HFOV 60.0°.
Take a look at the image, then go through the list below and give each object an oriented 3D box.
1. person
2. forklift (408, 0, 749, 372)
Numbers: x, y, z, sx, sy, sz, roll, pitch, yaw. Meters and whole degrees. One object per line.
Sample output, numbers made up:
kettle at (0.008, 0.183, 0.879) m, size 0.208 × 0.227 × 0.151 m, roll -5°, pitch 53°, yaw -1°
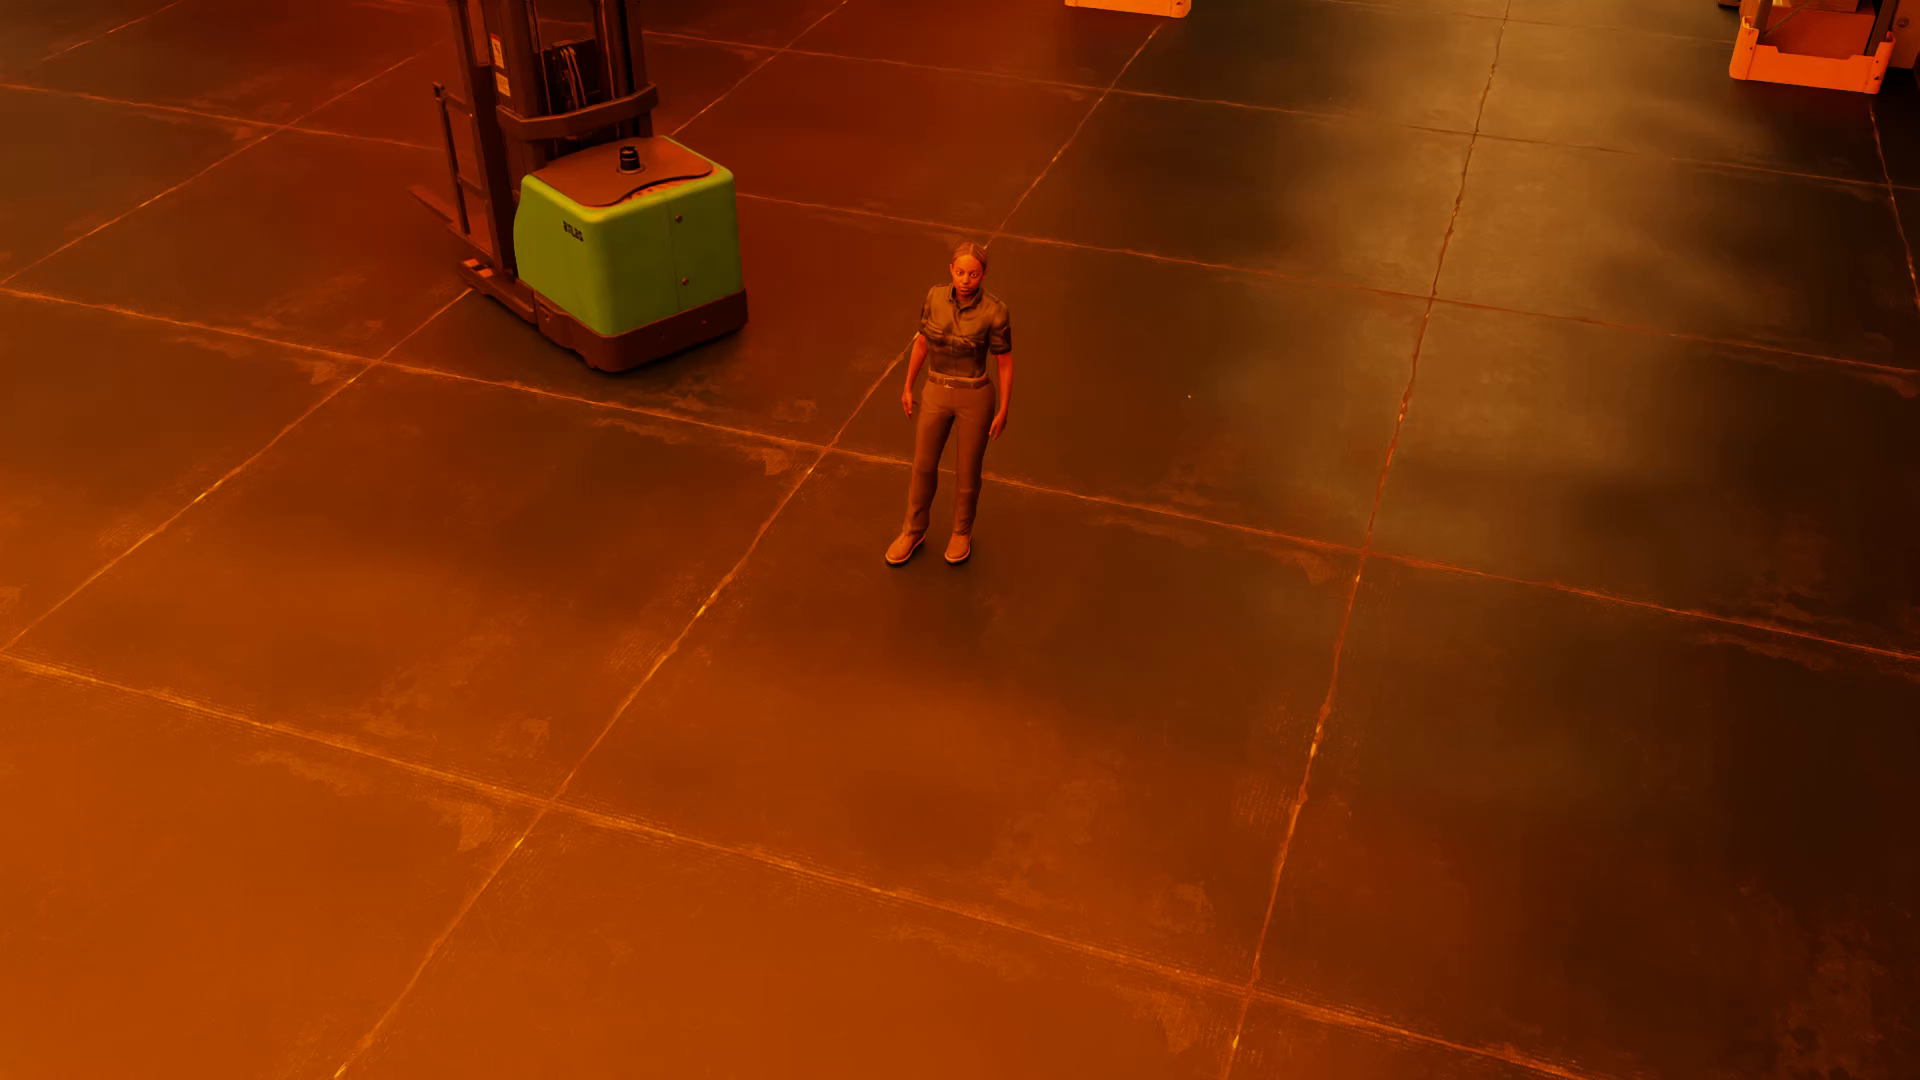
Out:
person at (-0.048, -0.637, 8.100) m, size 0.569 × 1.656 × 0.503 m, roll 12°, pitch 37°, yaw 16°
forklift at (-2.673, -2.974, 10.306) m, size 1.130 × 2.935 × 3.031 m, roll -27°, pitch 43°, yaw -32°
